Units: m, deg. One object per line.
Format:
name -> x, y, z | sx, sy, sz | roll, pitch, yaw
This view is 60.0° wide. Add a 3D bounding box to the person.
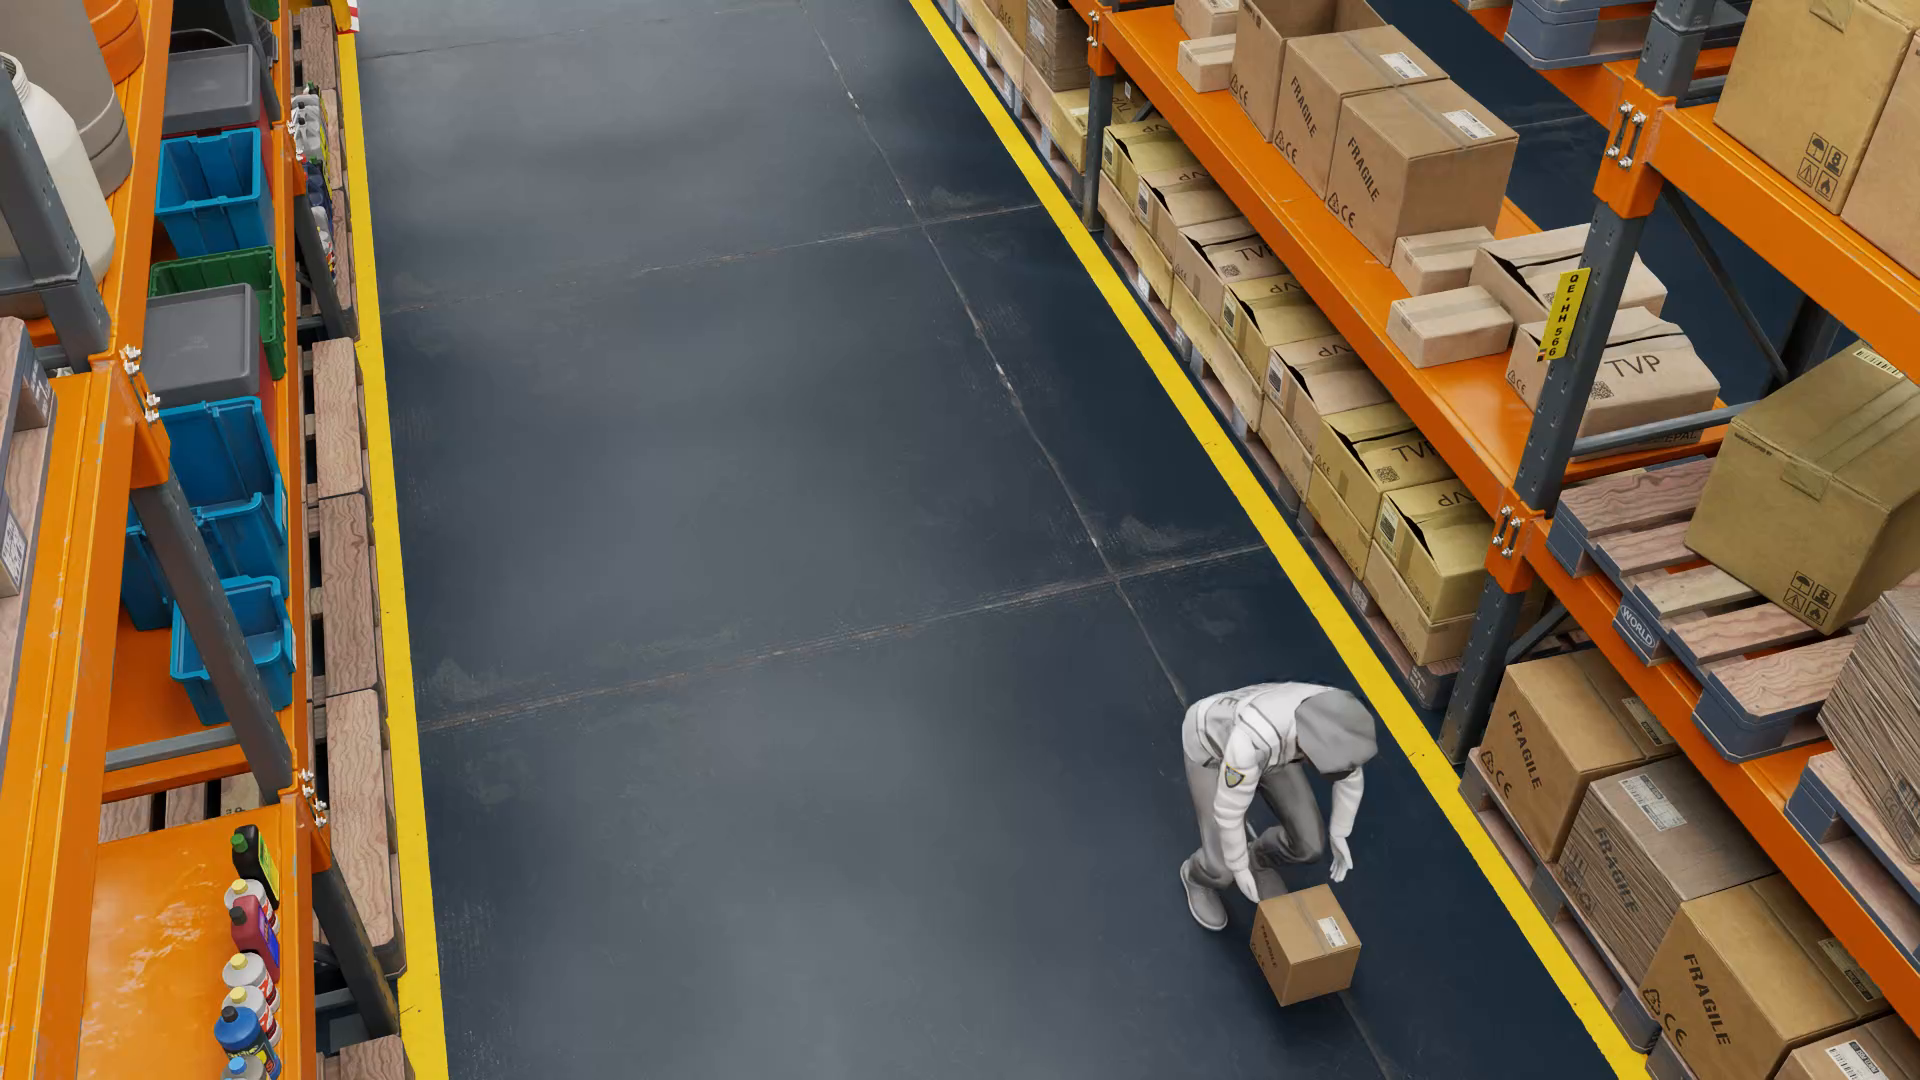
person -> 1.041, 0.837, 5.526 | 0.534, 1.294, 0.749 | -12, 44, -13
